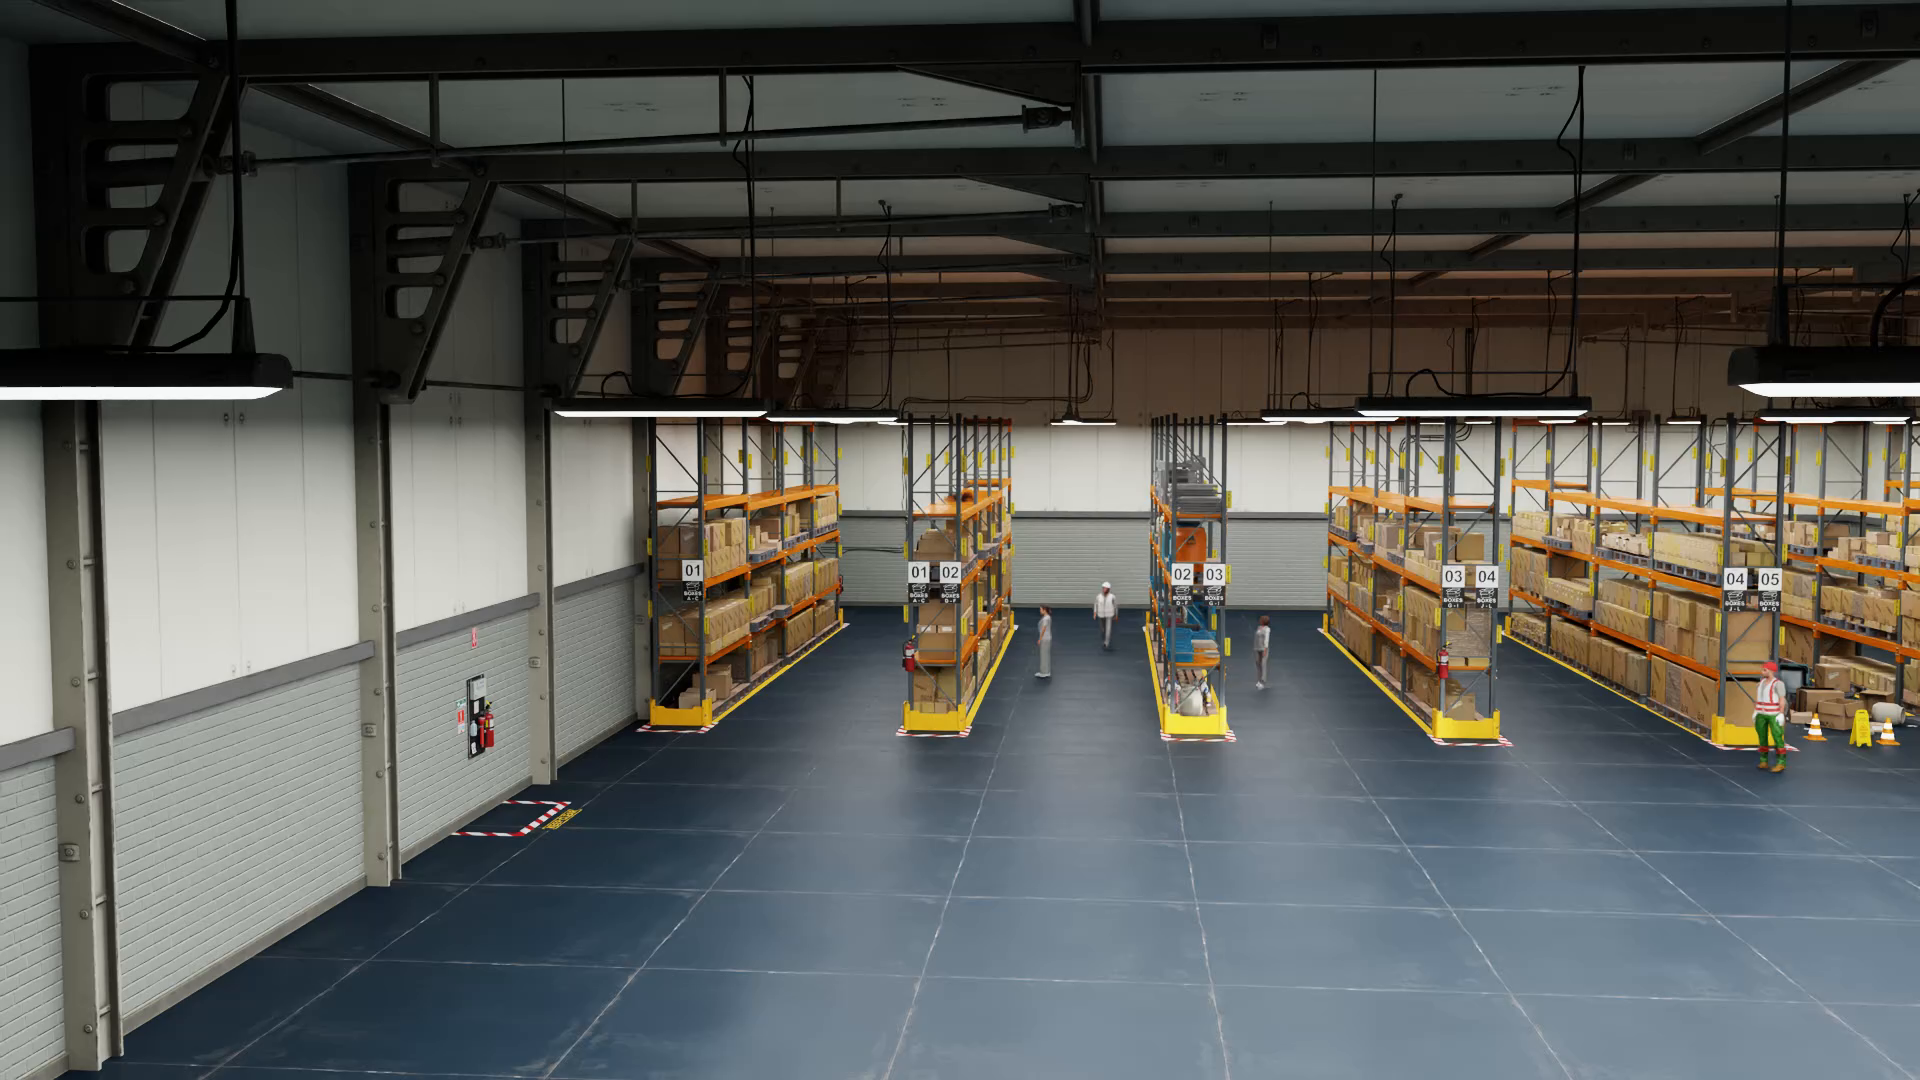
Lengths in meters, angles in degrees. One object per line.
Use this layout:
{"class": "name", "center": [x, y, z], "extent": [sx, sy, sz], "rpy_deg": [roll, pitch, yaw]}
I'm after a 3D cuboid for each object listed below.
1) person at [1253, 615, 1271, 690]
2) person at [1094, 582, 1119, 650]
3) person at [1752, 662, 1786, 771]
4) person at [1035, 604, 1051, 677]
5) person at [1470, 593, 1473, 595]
{"class": "person", "center": [6.602, 2.468, 36.720], "extent": [0.484, 1.612, 0.455], "rpy_deg": [-3, 5, -41]}
{"class": "person", "center": [3.774, 1.957, 43.085], "extent": [0.614, 1.711, 1.081], "rpy_deg": [1, 4, 17]}
{"class": "person", "center": [13.585, 2.944, 27.923], "extent": [0.437, 1.793, 0.578], "rpy_deg": [-3, 5, -36]}
{"class": "person", "center": [1.919, 2.306, 38.220], "extent": [0.380, 1.684, 0.452], "rpy_deg": [1, 4, 11]}
{"class": "person", "center": [14.140, 1.787, 46.541], "extent": [0.457, 1.566, 0.437], "rpy_deg": [4, 5, 44]}
